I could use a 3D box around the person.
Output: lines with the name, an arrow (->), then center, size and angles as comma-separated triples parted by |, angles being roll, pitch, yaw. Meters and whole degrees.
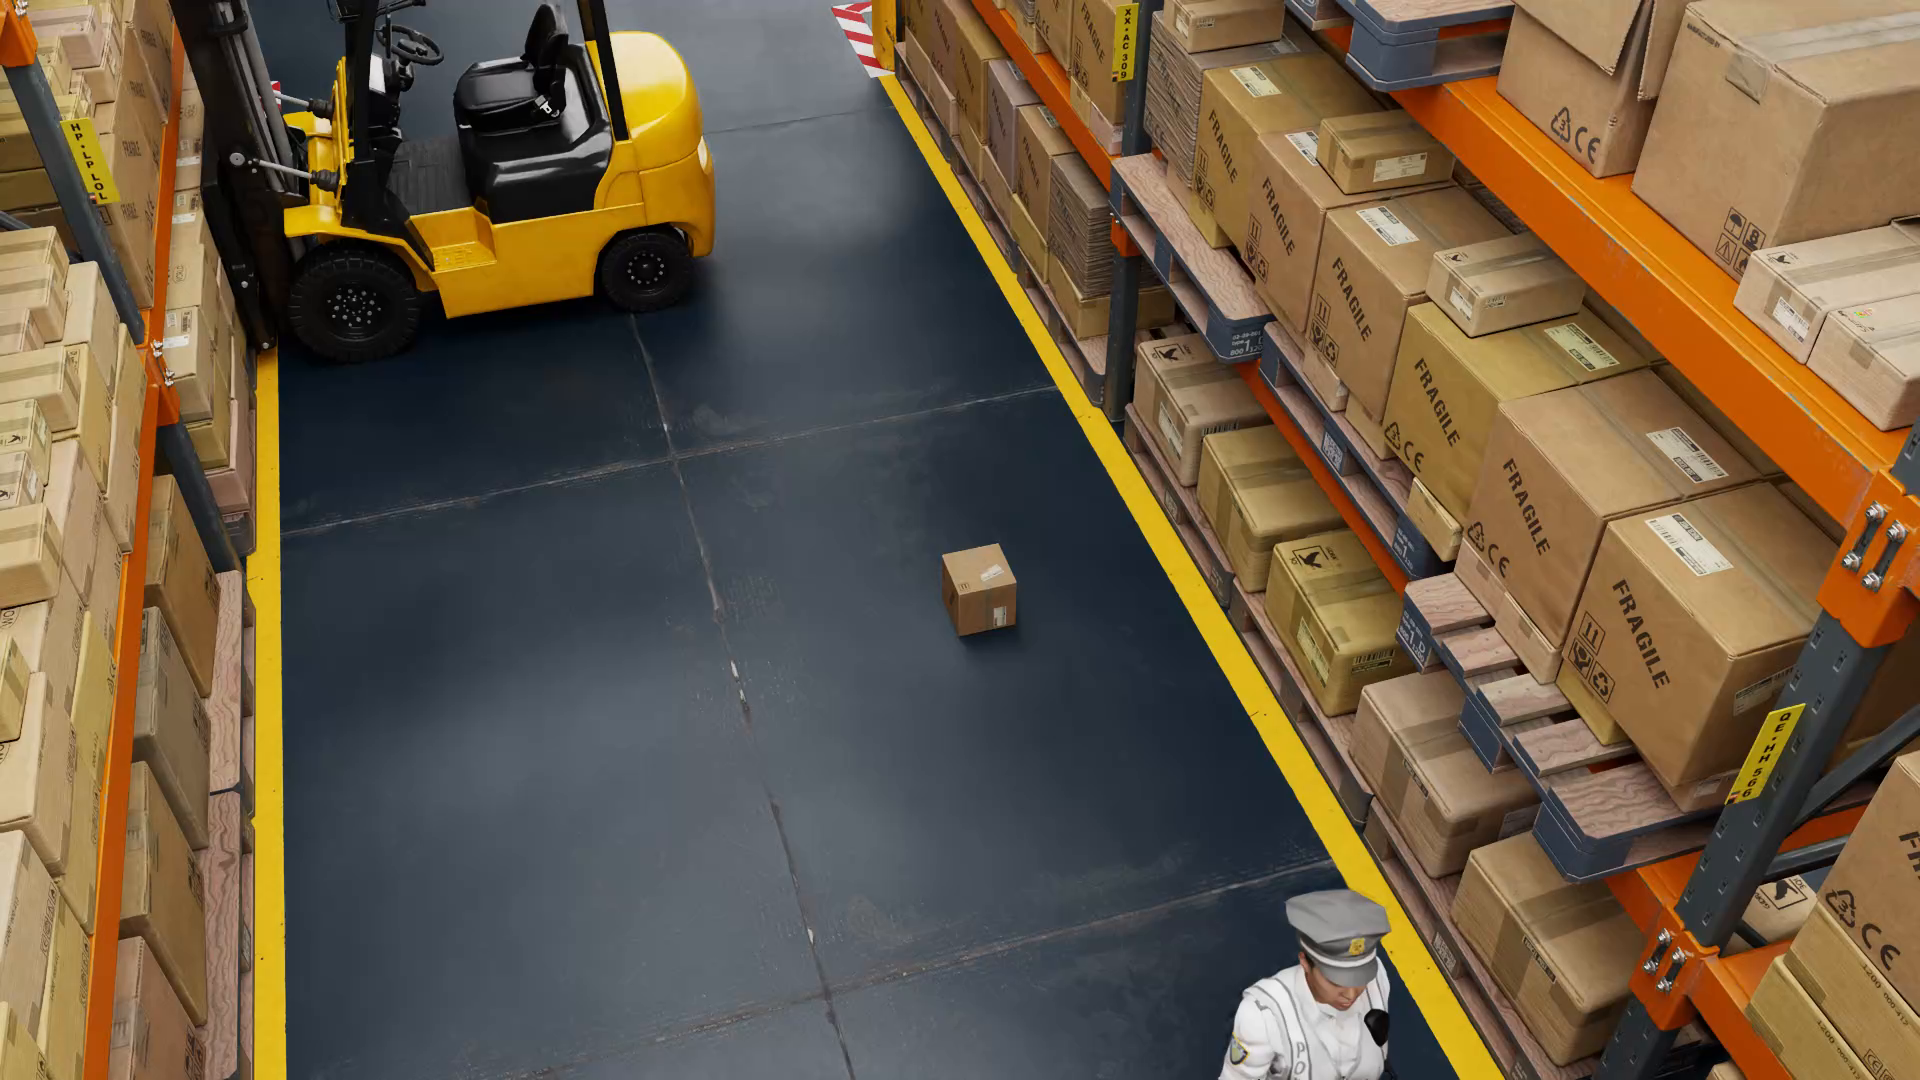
person -> 0.900, 1.523, 4.468 | 0.505, 1.641, 0.971 | -12, 44, -13
